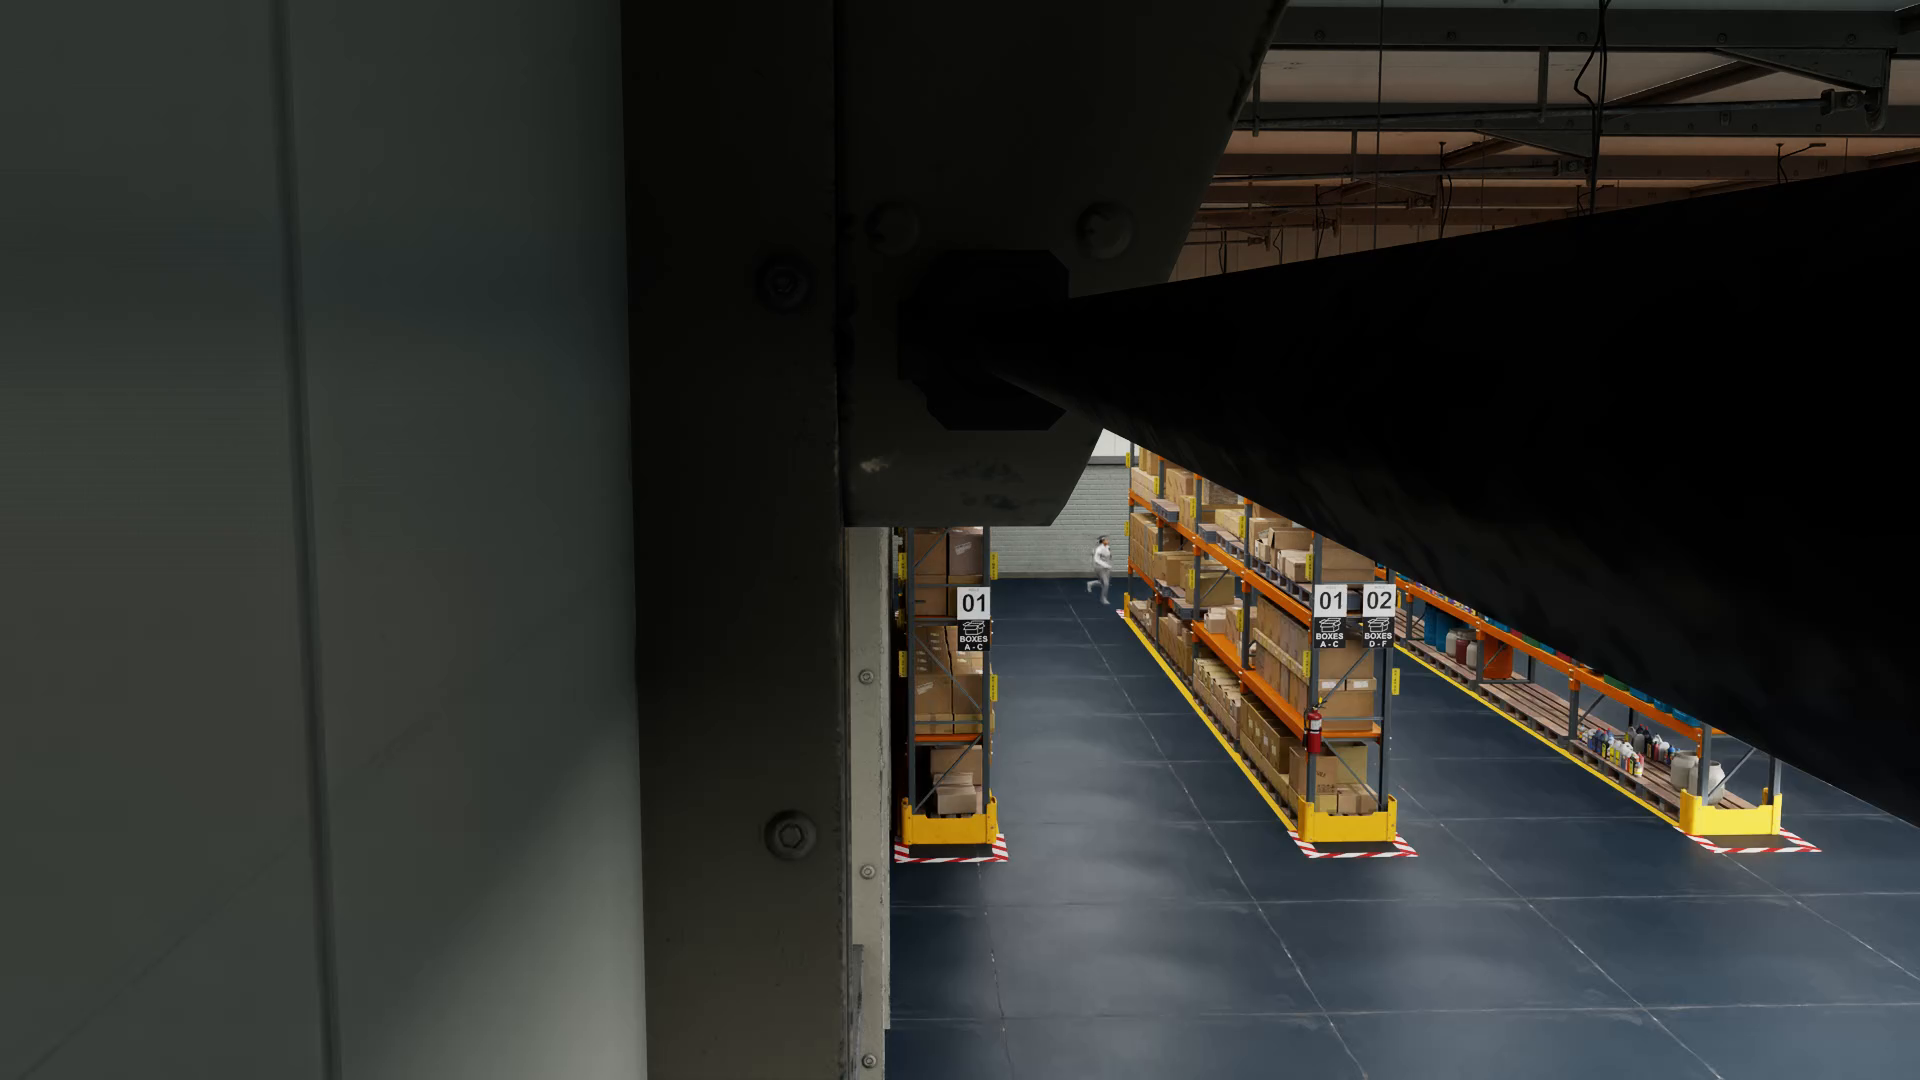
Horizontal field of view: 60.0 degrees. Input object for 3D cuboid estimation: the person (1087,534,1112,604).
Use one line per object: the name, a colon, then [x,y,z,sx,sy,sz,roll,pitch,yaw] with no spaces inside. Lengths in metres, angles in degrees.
person: [3.214,0.656,38.161,0.662,1.654,0.648,4,8,29]
